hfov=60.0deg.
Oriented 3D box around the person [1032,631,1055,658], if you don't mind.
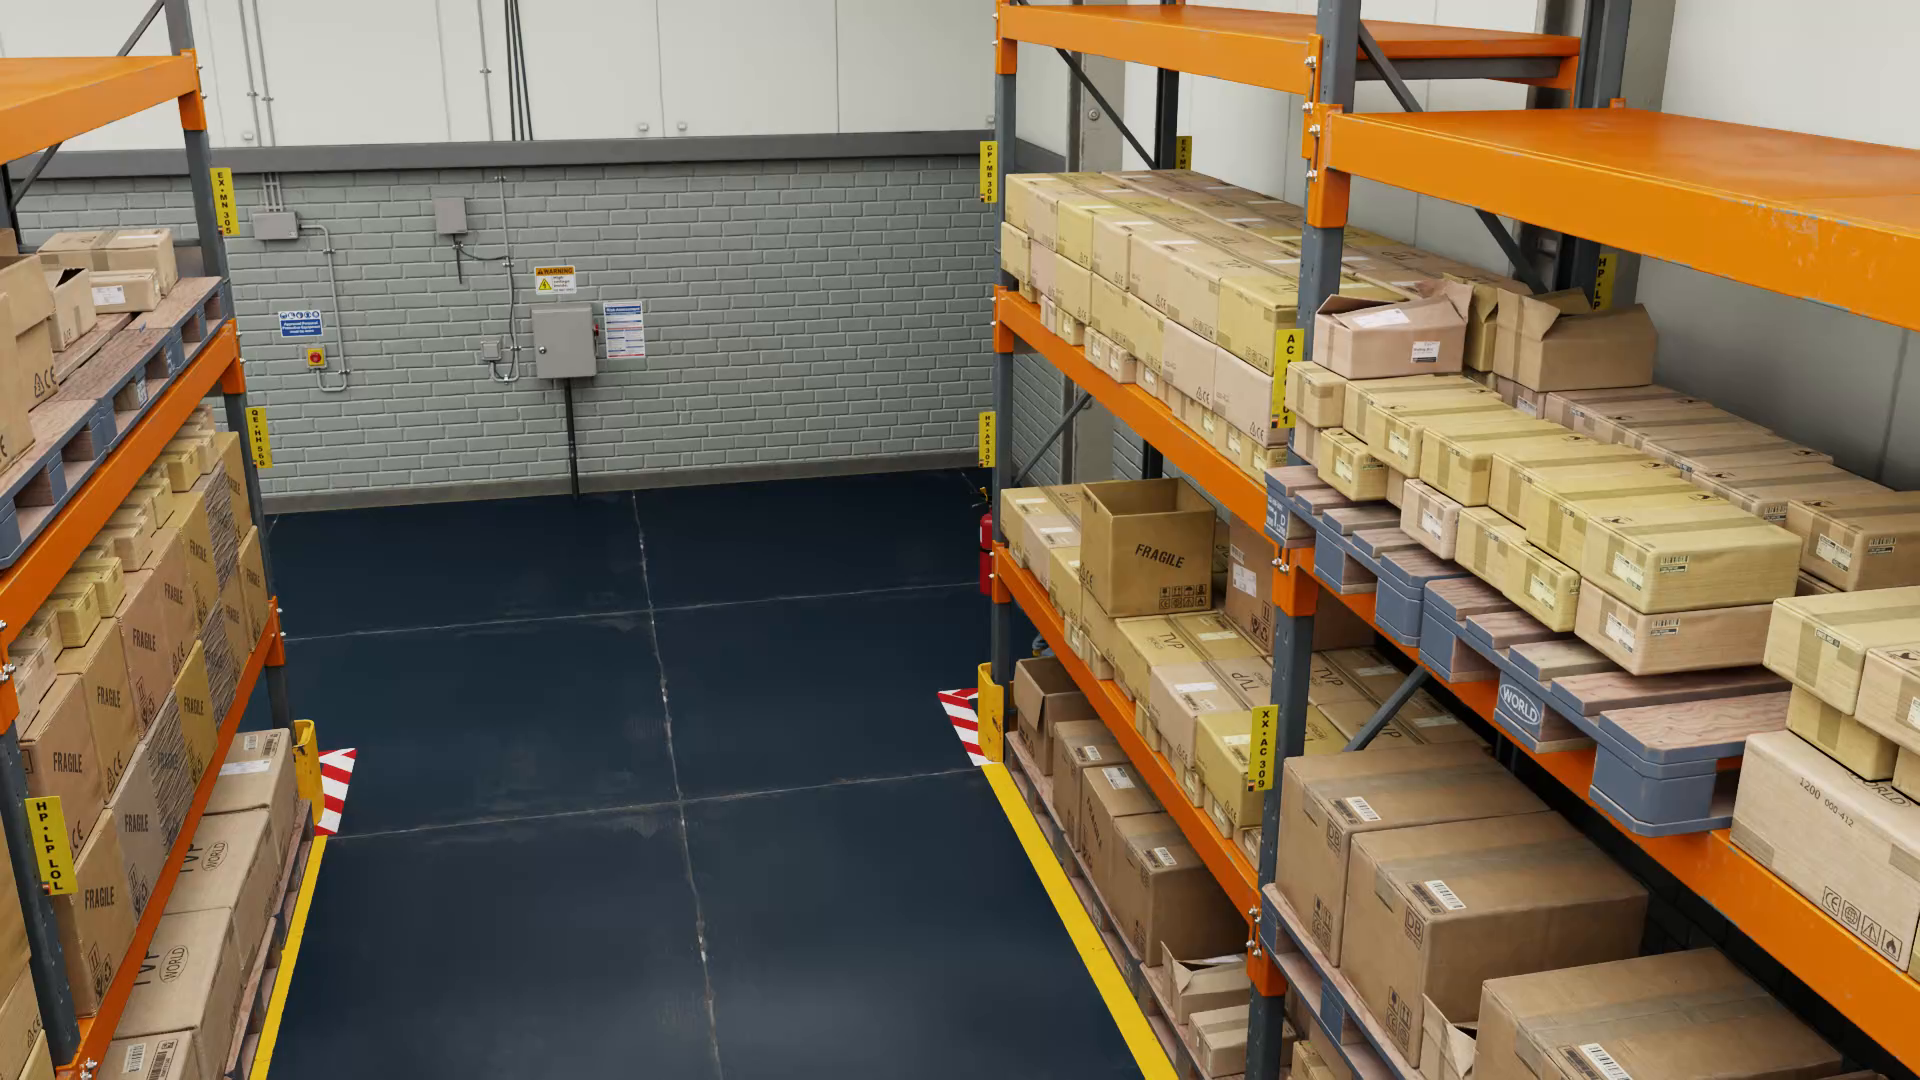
[{"bbox_3d":[0.830,0.382,11.238,0.976,0.917,0.511,-5,20,-15],"label":"person"}]
